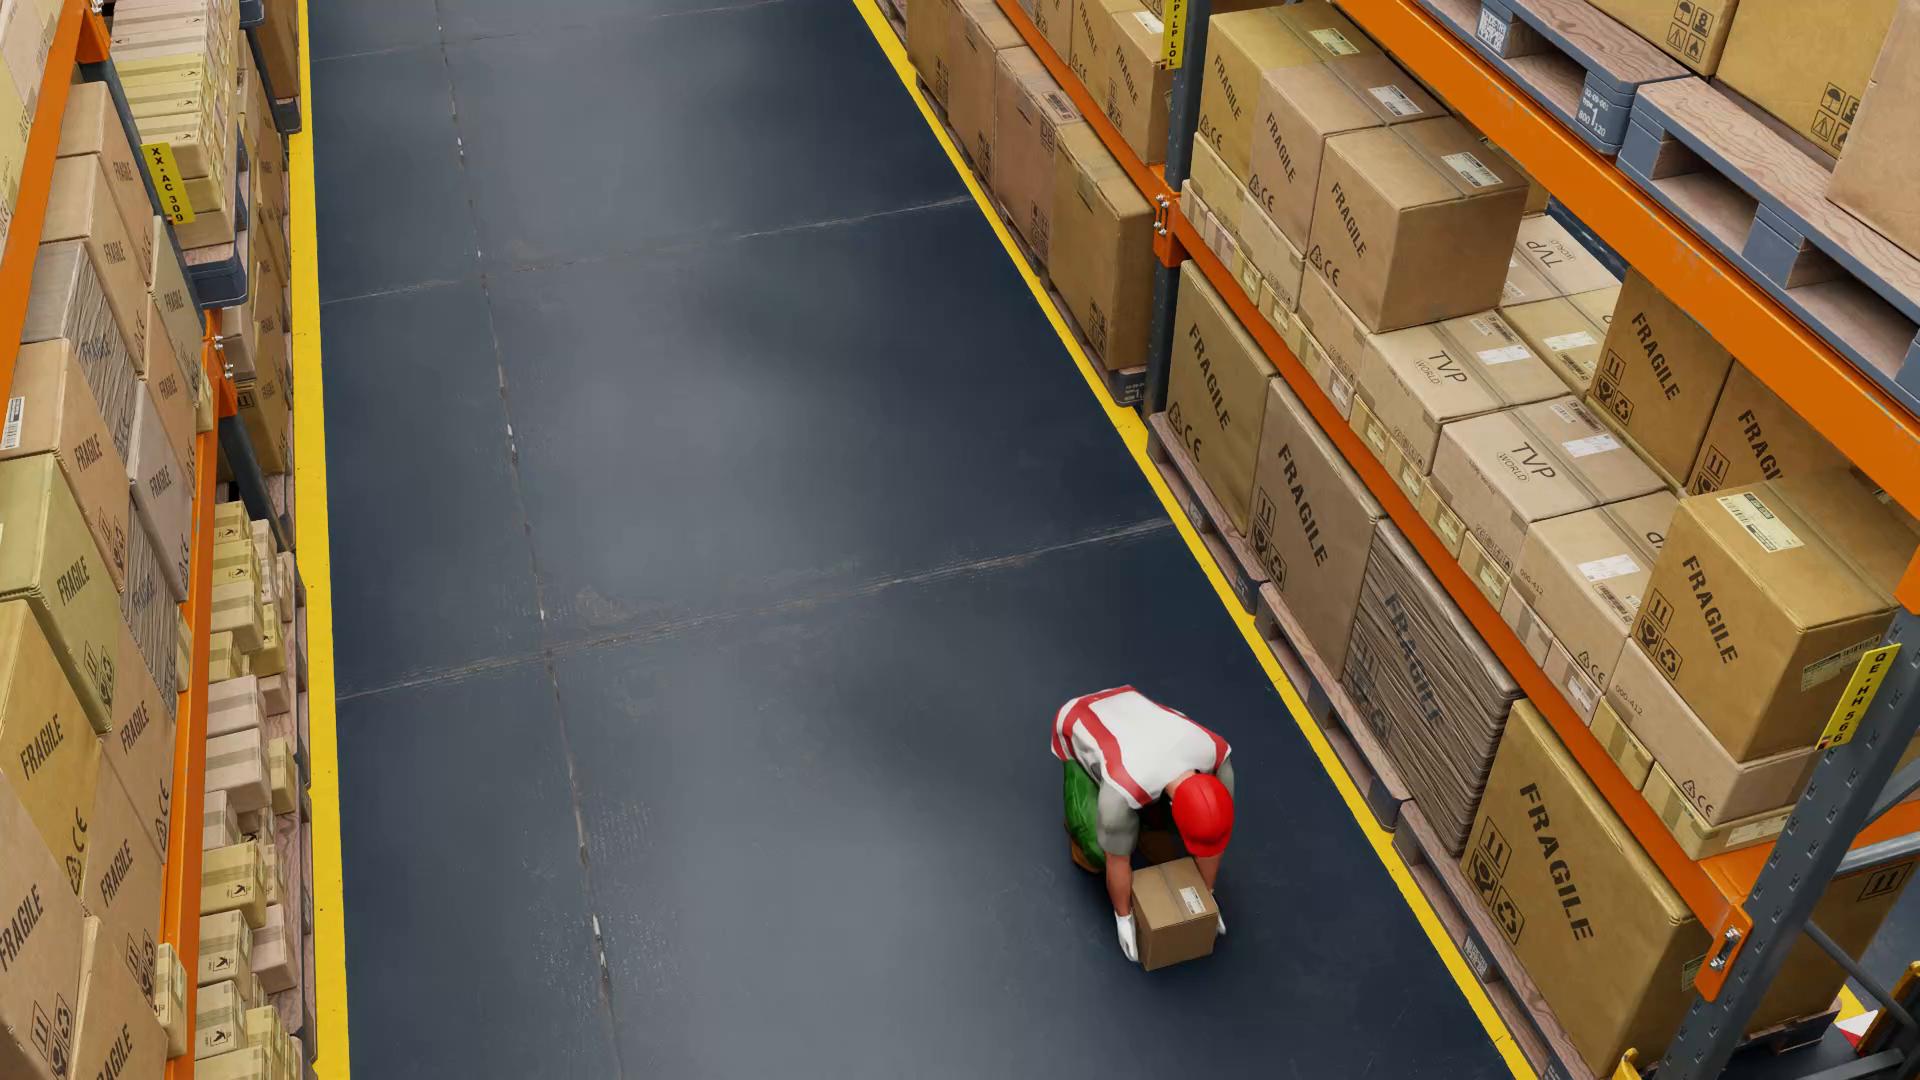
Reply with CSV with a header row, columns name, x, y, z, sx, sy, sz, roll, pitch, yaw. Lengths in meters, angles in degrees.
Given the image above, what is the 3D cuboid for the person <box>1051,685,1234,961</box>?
name,x,y,z,sx,sy,sz,roll,pitch,yaw
person,2.151,-3.230,10.509,7.151,0.880,11.857,-12,43,-13
